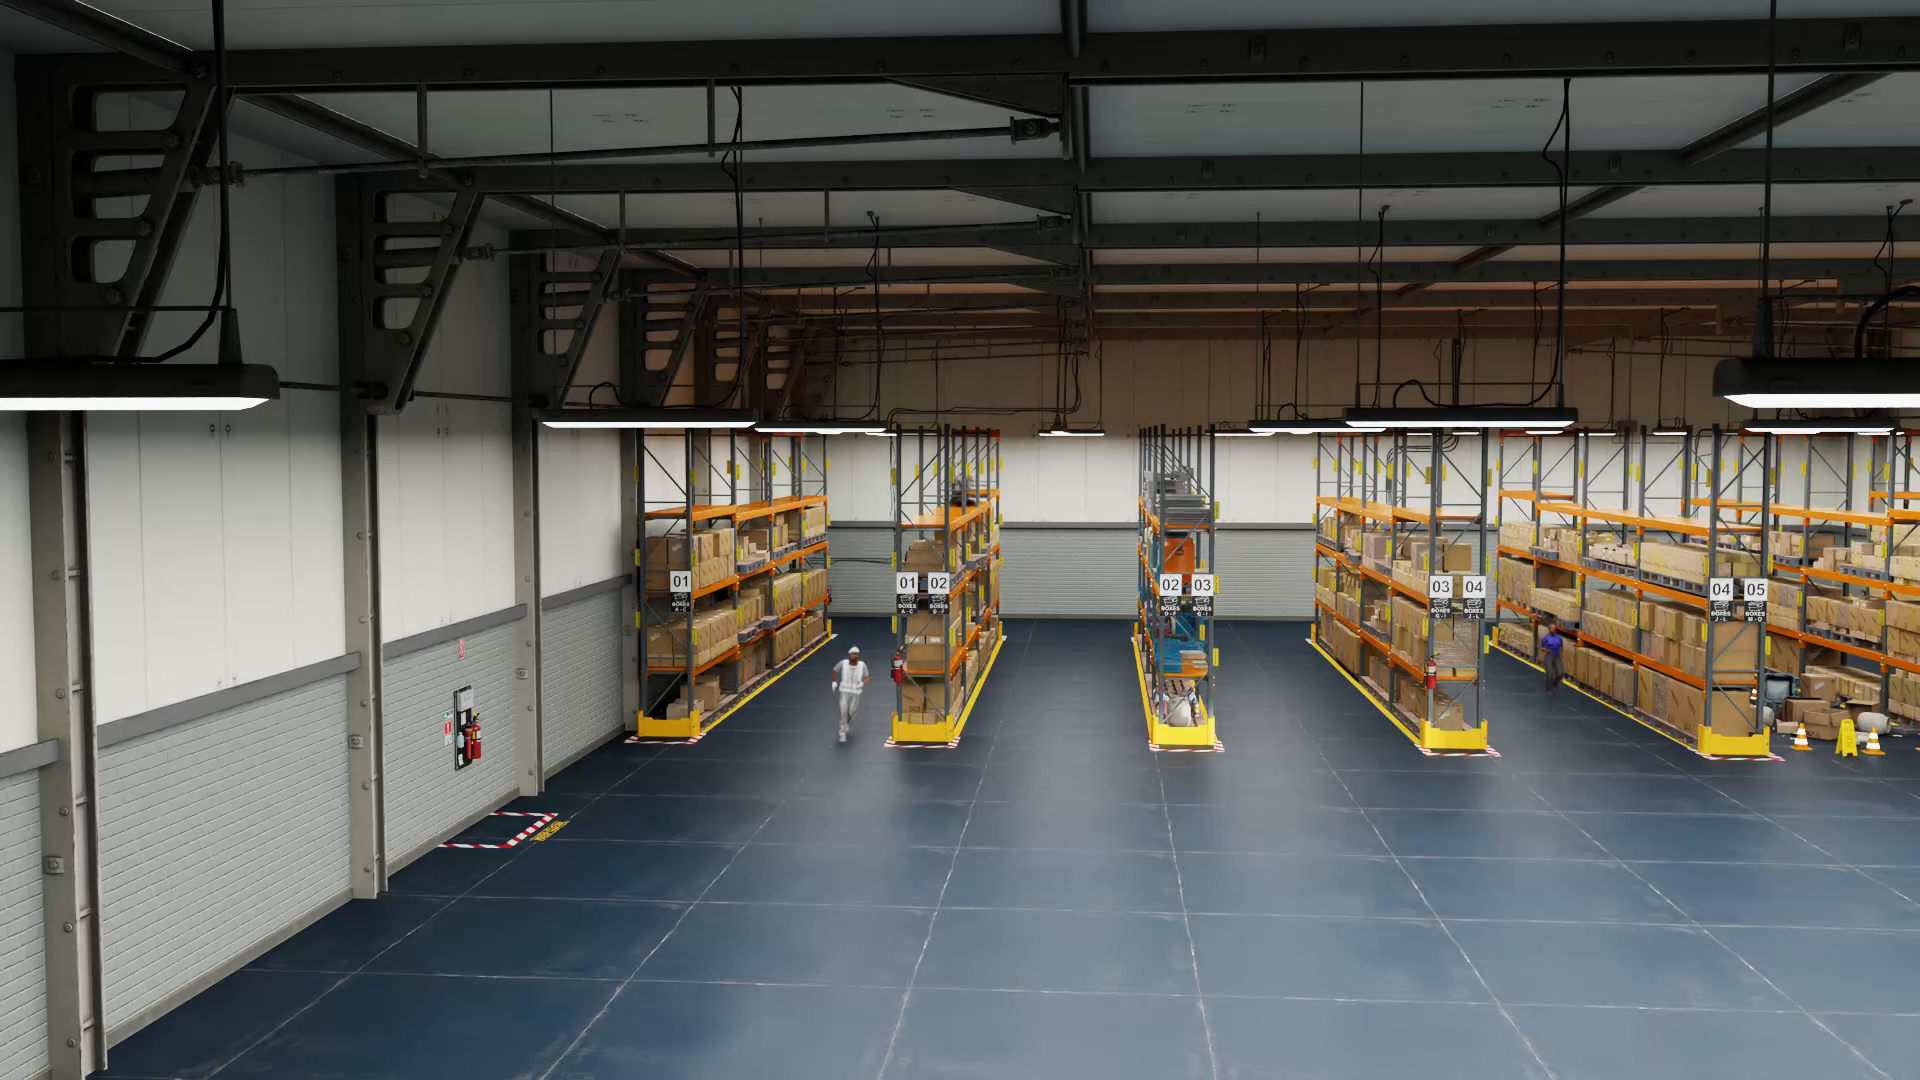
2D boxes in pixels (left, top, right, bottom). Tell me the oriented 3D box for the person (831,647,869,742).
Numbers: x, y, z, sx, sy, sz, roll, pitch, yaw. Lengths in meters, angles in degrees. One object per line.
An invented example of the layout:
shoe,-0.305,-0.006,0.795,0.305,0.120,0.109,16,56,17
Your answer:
person,-2.091,2.926,31.803,0.726,1.785,0.872,-1,4,-11

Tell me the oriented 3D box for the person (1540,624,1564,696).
person,13.142,2.665,36.793,0.563,1.618,0.572,0,3,2
